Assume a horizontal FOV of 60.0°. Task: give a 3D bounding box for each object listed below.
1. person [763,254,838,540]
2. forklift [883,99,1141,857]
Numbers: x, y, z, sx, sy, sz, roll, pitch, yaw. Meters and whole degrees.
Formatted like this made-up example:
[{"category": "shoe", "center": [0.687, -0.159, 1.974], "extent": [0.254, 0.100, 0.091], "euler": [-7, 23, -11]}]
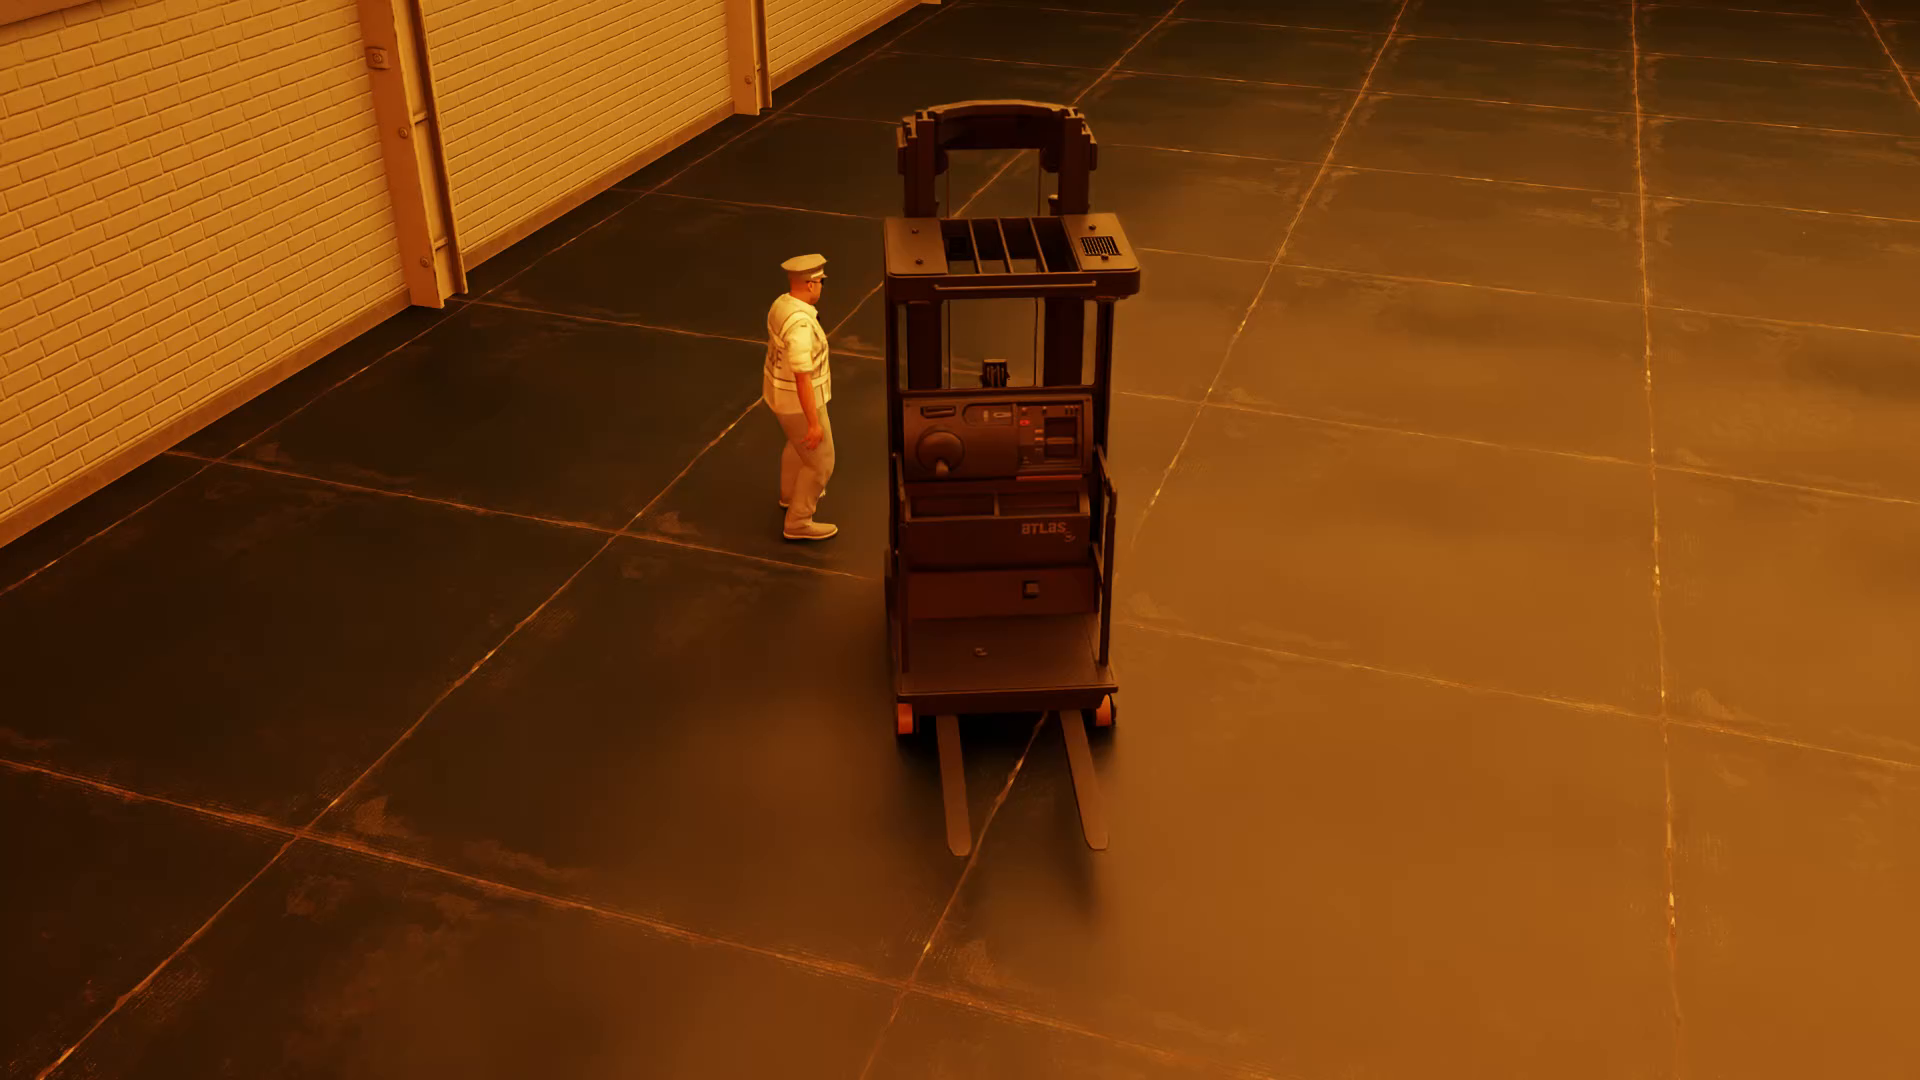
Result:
[{"category": "person", "center": [-0.934, -0.844, 9.840], "extent": [0.440, 1.721, 0.787], "euler": [-11, 32, -19]}, {"category": "forklift", "center": [0.203, -0.463, 7.948], "extent": [1.130, 2.935, 3.031], "euler": [-2, 30, -3]}]
